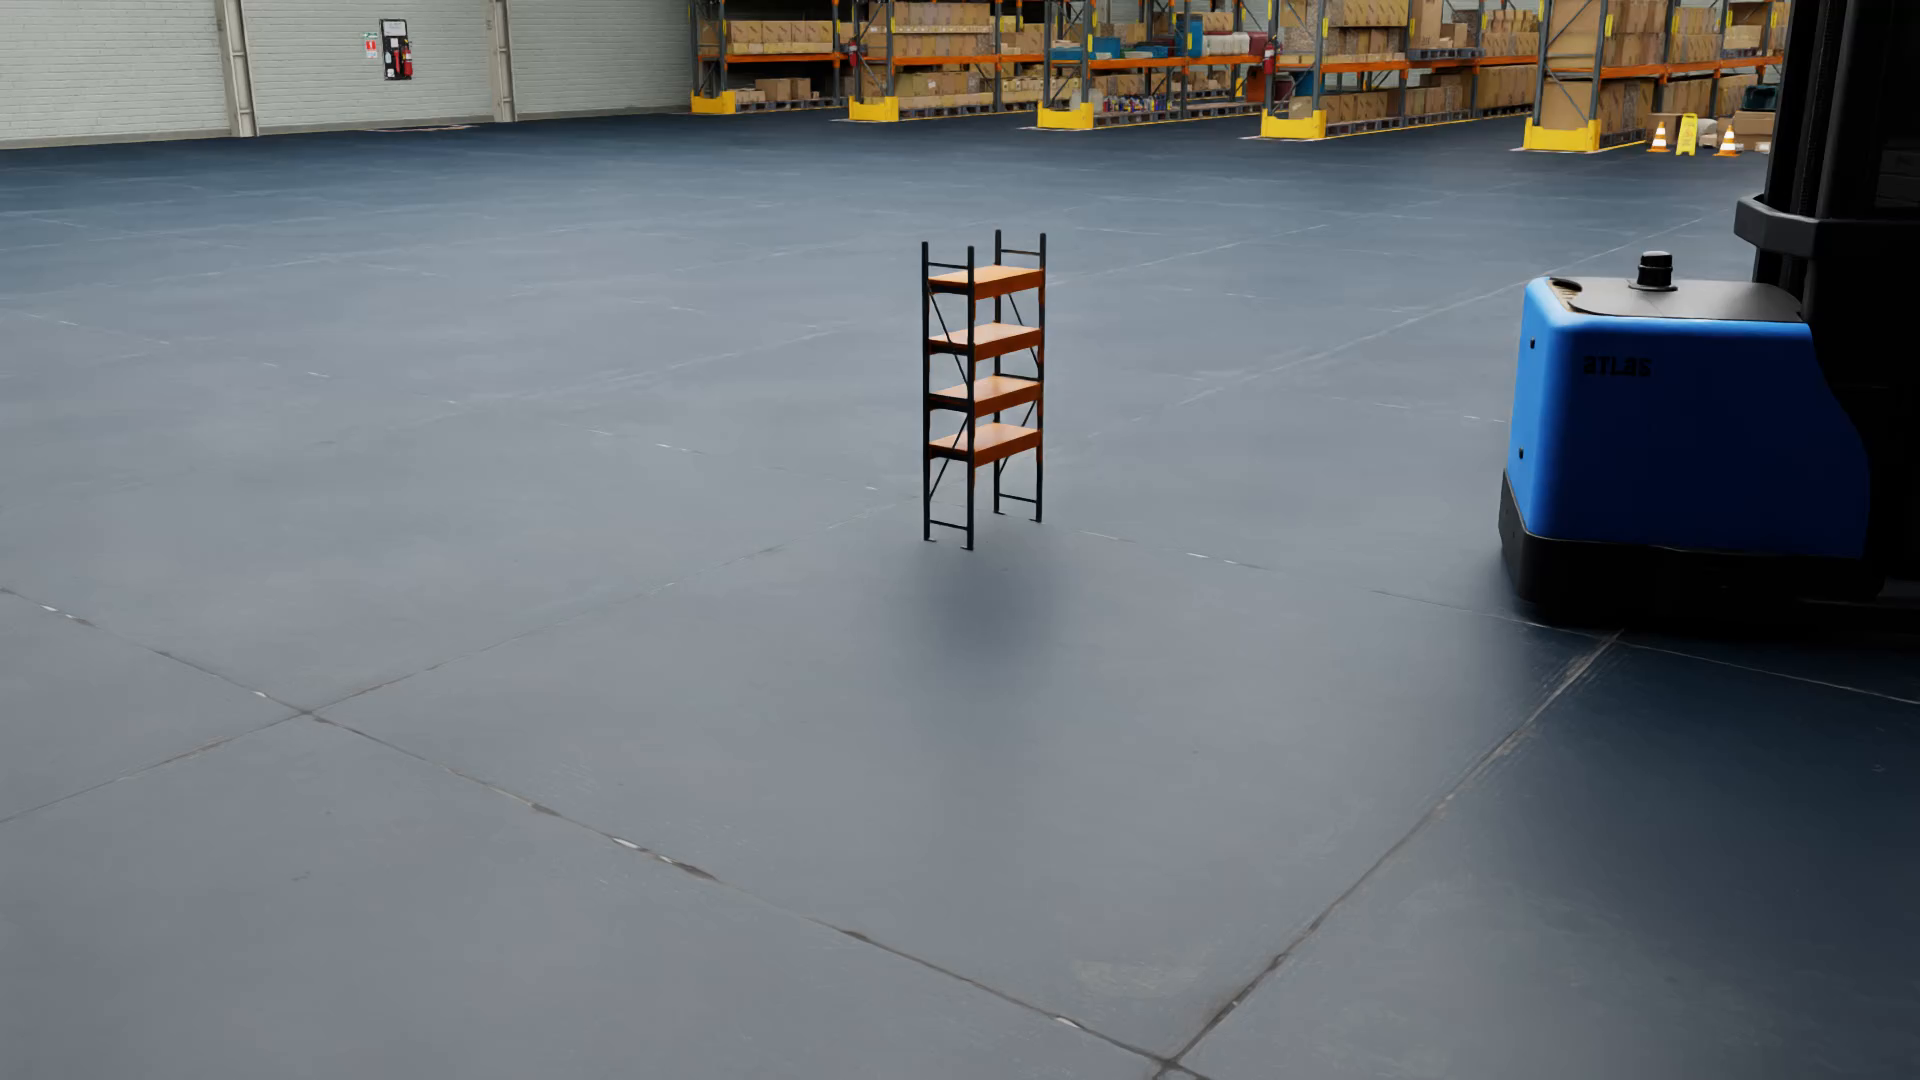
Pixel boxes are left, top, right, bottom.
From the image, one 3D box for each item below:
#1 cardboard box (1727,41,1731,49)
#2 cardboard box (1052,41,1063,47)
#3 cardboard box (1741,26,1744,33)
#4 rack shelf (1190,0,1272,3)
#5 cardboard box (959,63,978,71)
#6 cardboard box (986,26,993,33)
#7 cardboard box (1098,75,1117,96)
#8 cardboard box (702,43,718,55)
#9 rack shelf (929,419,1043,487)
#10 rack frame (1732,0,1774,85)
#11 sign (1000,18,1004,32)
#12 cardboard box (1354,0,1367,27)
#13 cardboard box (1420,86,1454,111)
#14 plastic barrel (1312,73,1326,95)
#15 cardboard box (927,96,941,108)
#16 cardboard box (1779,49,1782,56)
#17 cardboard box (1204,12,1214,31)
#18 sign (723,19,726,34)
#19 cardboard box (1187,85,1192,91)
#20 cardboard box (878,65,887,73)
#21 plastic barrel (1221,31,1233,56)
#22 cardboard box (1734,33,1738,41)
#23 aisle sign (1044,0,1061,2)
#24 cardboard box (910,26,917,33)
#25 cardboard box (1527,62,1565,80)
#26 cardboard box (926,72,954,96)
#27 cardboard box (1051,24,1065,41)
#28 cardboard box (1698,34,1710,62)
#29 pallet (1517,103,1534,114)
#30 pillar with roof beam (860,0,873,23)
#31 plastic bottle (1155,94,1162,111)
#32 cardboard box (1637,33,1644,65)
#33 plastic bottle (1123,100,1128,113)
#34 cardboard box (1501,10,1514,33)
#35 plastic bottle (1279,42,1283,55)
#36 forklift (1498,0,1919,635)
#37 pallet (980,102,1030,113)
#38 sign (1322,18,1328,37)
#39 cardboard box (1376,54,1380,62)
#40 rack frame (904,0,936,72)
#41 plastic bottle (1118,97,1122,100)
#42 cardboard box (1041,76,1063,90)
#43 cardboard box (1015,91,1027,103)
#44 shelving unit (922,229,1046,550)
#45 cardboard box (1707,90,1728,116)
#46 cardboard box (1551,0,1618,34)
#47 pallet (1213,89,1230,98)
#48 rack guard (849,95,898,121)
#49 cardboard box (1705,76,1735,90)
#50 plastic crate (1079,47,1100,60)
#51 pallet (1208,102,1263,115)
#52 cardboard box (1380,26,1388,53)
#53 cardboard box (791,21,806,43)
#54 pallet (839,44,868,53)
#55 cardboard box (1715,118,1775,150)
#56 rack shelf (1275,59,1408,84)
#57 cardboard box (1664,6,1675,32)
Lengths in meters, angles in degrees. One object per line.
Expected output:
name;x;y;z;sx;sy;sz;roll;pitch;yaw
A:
cardboard box;15.529;-10.128;34.014;0.380;0.149;0.250;14;22;37
cardboard box;2.214;-12.278;41.375;0.500;0.311;0.500;12;21;34
cardboard box;16.144;-10.661;34.727;0.380;0.149;0.250;12;21;34
rack shelf;5.687;-12.236;37.244;1.077;0.370;4.000;12;21;35
cardboard box;-0.007;-12.908;46.168;0.750;0.750;0.750;12;21;34
cardboard box;0.530;-11.802;38.428;0.380;0.149;0.250;12;21;35
cardboard box;3.711;-11.700;42.834;0.500;0.500;0.500;12;21;33
cardboard box;-5.722;-11.552;39.106;0.500;0.250;0.500;13;21;35
rack shelf;0.099;-0.359;6.772;0.258;0.148;0.480;12;21;35
rack frame;17.163;-10.801;36.466;1.000;3.000;0.127;12;21;35
sign;0.966;-11.901;38.415;0.100;0.325;0.005;12;21;35
cardboard box;7.237;-9.830;30.985;0.500;0.500;0.500;12;21;35
cardboard box;10.153;-9.467;35.645;0.700;0.500;0.500;10;20;30
plastic barrel;8.924;-11.648;42.026;0.600;0.901;0.708;12;21;35
cardboard box;-0.772;-9.809;37.201;0.500;0.250;0.500;12;21;35
cardboard box;18.340;-11.013;37.572;0.380;0.149;0.250;14;22;37
cardboard box;6.714;-14.409;46.230;0.500;0.500;0.500;13;22;36
sign;-5.409;-11.786;38.181;0.100;0.325;0.005;12;21;35
cardboard box;6.217;-12.579;46.229;0.380;0.166;0.250;12;21;35
cardboard box;-2.157;-12.320;43.567;0.500;0.250;0.500;12;21;34
plastic barrel;5.936;-11.203;37.532;0.433;0.535;0.433;0;17;0
cardboard box;15.844;-10.399;34.385;0.380;0.149;0.250;12;21;35
aisle sign;1.831;-10.995;32.709;0.394;0.787;0.004;12;21;35
cardboard box;-1.152;-11.130;36.264;0.380;0.149;0.250;13;21;35
cardboard box;14.234;-11.244;40.770;0.875;0.875;0.875;12;21;35
cardboard box;-0.470;-10.285;37.470;0.500;0.500;0.500;12;21;35
cardboard box;2.507;-14.945;49.304;0.980;0.700;0.700;11;20;32
cardboard box;14.131;-9.503;32.120;0.500;0.500;0.500;12;21;34
pallet;12.841;-10.172;39.145;1.003;0.211;1.213;12;21;35
pillar with roof beam;0.910;-15.322;40.909;9.100;9.000;0.400;12;21;35
plastic bottle;4.229;-9.366;35.571;0.144;0.351;0.185;11;20;32
cardboard box;11.460;-8.634;29.236;0.875;0.550;0.550;12;21;35
plastic bottle;3.443;-9.002;34.533;0.097;0.271;0.097;0;17;0
cardboard box;12.090;-11.762;37.702;0.797;0.503;0.637;13;22;36
plastic bottle;7.629;-11.684;39.508;0.061;0.283;0.133;12;21;35
forklift;3.540;-1.160;5.538;3.031;2.935;1.130;4;18;12
pallet;0.927;-10.398;39.871;1.003;0.211;1.213;12;21;35
sign;6.526;-9.161;29.725;0.100;0.325;0.005;12;21;35
cardboard box;7.913;-9.350;32.219;0.380;0.149;0.250;12;21;35
rack frame;-1.078;-13.374;44.754;1.000;3.000;0.127;12;21;35
plastic bottle;3.437;-9.388;35.755;0.061;0.283;0.133;14;22;37
cardboard box;2.181;-11.242;40.870;0.500;0.311;0.500;12;21;34
cardboard box;1.264;-10.608;39.775;0.500;0.250;0.500;13;22;36
shelving unit;0.099;-0.612;6.693;0.258;1.200;0.503;12;21;35
cardboard box;15.406;-8.978;34.104;0.500;0.500;0.500;11;21;32
cardboard box;10.265;-8.611;27.342;0.875;0.550;0.550;12;21;35
pallet;7.150;-12.865;47.817;1.003;0.211;1.213;12;21;35
rack guard;-1.878;-9.395;36.154;1.175;0.500;0.348;12;21;35
cardboard box;15.687;-9.455;34.375;0.500;0.250;0.500;12;21;34
plastic crate;2.561;-9.973;34.051;0.499;0.251;0.408;12;21;35
pallet;6.386;-10.114;38.958;1.003;0.211;1.213;12;21;35
cardboard box;7.829;-9.776;32.498;0.875;0.500;0.500;12;21;35
cardboard box;-4.096;-12.312;40.289;0.500;0.500;0.500;12;21;33
pallet;-2.889;-12.486;42.218;1.003;0.211;1.213;12;21;35
cardboard box;13.062;-6.765;27.681;0.797;0.503;0.637;-1;17;-3
rack shelf;7.281;-8.976;31.803;1.077;0.370;4.000;12;21;35
cardboard box;12.687;-9.540;30.551;0.700;0.500;0.500;12;21;34
